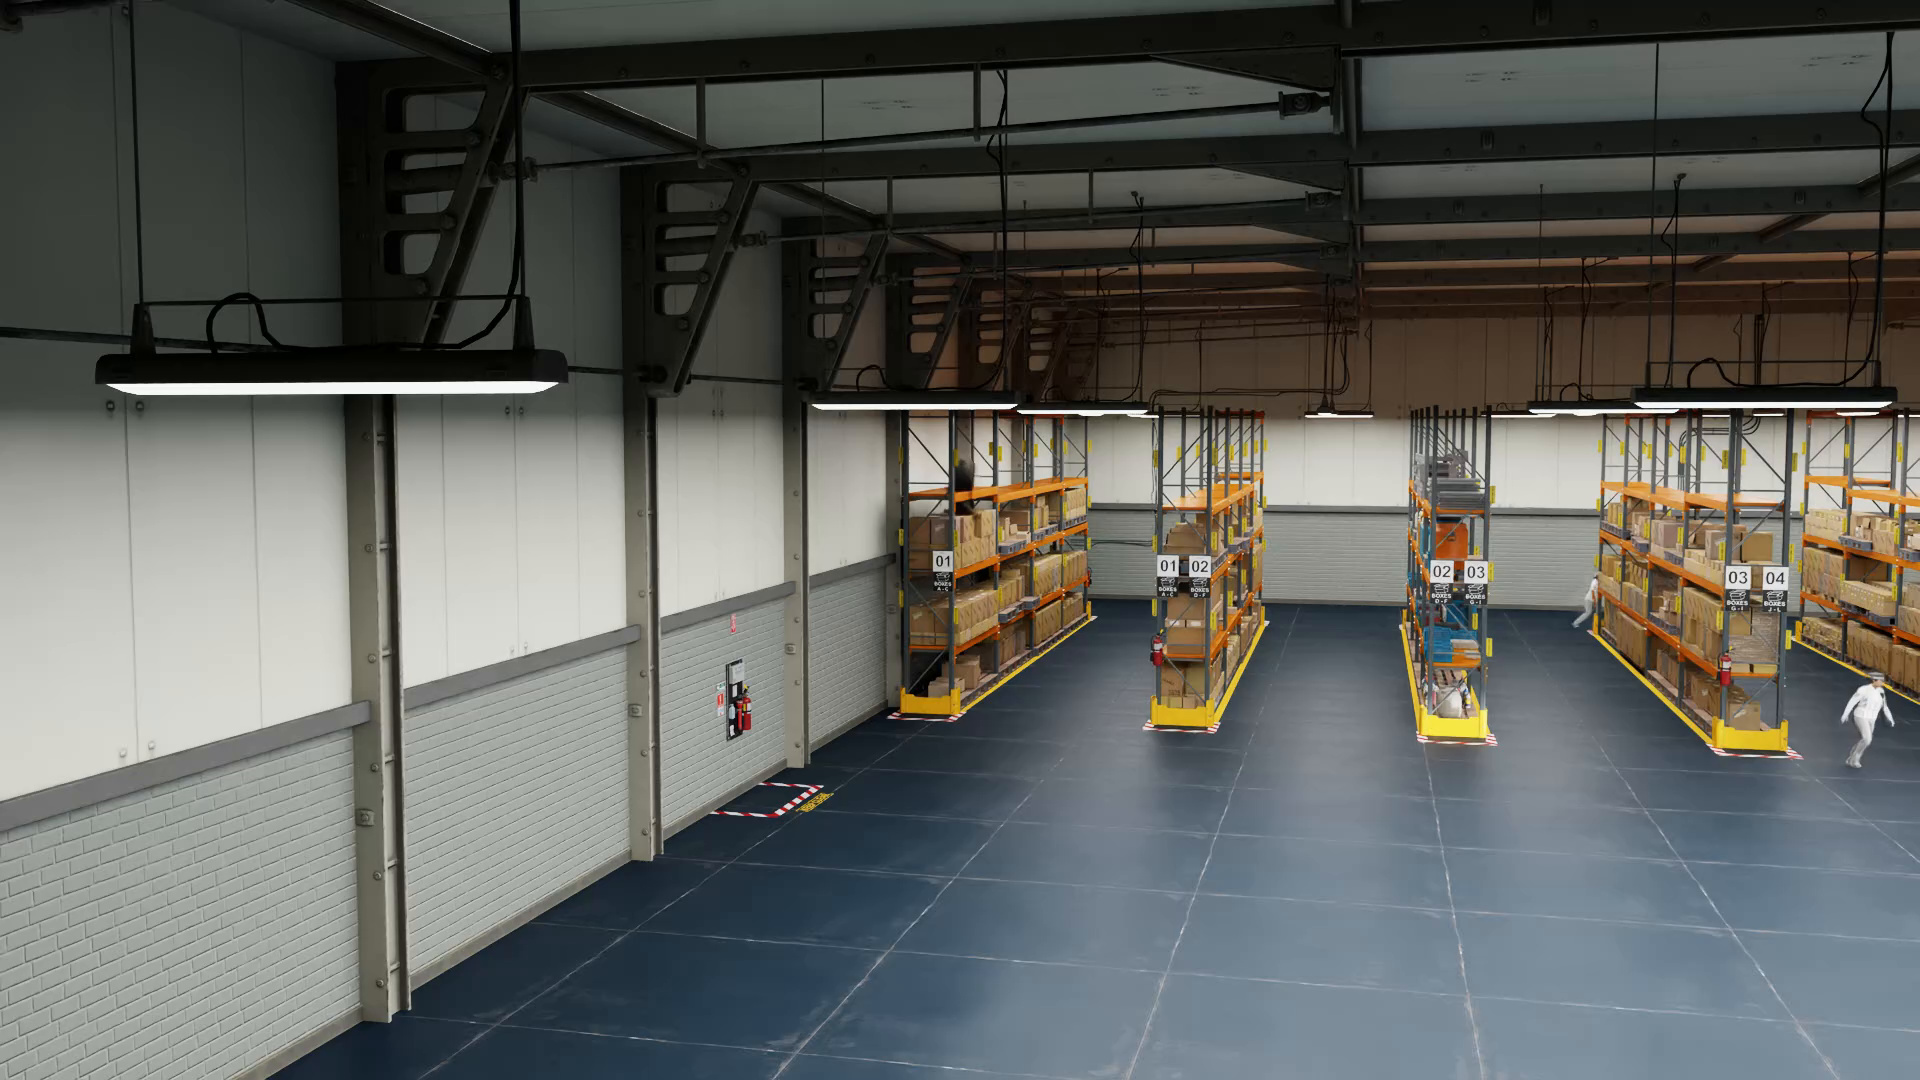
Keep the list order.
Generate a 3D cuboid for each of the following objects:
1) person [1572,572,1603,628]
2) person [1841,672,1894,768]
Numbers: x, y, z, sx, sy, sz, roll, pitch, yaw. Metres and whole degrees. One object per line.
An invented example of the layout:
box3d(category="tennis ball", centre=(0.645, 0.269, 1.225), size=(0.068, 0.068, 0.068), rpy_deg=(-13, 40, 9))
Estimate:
box3d(category="person", centre=(17.306, 1.656, 45.727), size=(0.829, 1.589, 0.662), rpy_deg=(2, 5, 26))
box3d(category="person", centre=(14.915, 2.954, 27.314), size=(0.594, 1.617, 0.680), rpy_deg=(-1, 4, -18))
